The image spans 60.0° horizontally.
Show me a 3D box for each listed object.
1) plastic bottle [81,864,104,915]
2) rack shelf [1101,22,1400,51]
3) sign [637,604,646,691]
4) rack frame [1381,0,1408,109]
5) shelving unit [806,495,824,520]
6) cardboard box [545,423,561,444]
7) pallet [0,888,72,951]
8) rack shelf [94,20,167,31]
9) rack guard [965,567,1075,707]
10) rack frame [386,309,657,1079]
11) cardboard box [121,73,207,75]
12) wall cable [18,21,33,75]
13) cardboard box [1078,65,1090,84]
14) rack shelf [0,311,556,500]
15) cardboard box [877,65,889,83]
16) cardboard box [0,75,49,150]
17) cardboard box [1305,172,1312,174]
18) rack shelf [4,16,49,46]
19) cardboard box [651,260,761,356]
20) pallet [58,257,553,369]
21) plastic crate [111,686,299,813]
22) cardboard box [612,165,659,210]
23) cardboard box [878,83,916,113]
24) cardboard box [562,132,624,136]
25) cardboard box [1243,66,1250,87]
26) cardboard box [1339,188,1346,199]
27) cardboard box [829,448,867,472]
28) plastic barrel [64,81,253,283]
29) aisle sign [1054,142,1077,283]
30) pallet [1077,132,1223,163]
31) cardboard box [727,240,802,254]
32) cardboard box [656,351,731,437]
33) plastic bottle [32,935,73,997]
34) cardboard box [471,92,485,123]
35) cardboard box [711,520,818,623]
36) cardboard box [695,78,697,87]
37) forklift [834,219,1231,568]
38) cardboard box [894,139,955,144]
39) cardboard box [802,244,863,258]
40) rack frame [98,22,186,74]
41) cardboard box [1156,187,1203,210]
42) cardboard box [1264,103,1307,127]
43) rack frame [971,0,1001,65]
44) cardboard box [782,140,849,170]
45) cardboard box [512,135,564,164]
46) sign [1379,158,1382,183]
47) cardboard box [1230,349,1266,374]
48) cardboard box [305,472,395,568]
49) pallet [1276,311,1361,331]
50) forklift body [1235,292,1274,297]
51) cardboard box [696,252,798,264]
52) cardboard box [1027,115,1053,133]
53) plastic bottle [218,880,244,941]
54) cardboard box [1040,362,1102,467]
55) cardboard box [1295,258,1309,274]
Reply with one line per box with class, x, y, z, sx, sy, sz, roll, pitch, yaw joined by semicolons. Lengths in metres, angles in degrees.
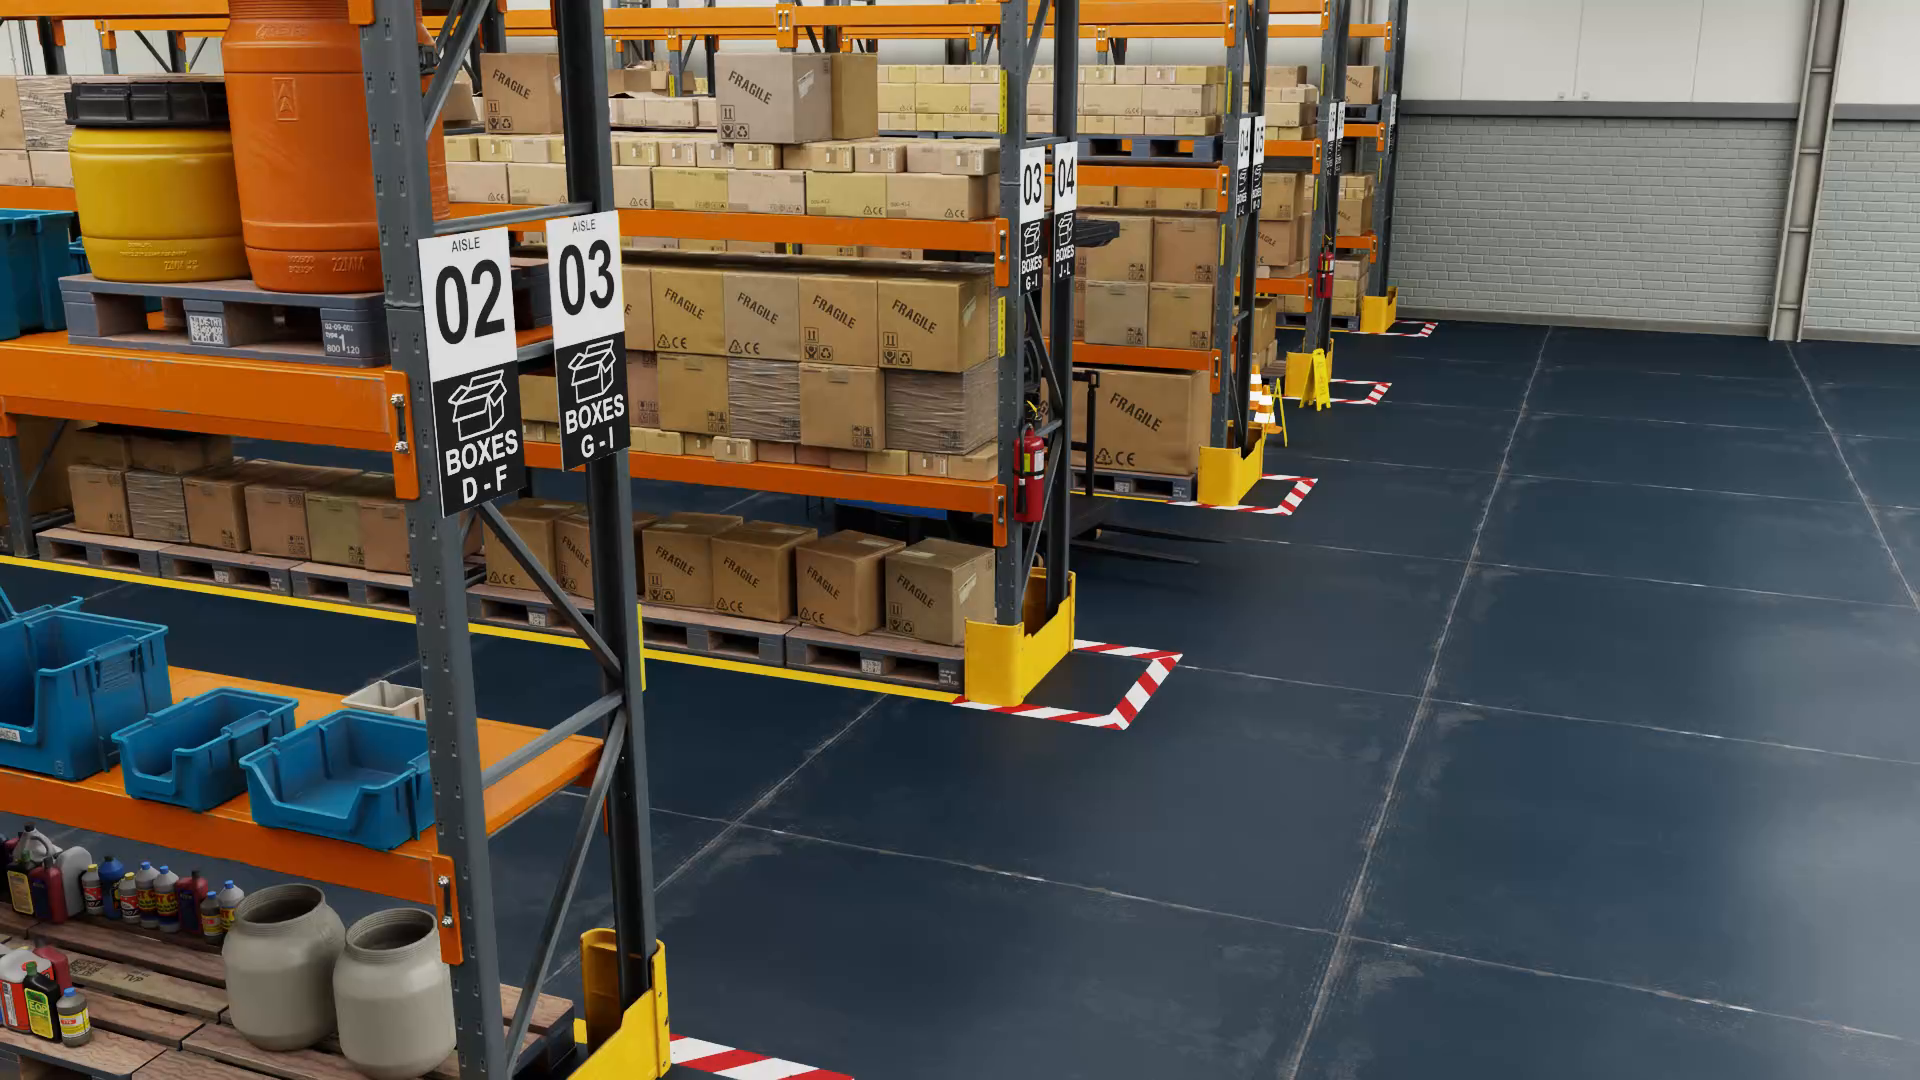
plastic bottle;-3.632;1.462;6.989;0.097;0.201;0.097;0;16;0
rack shelf;4.047;-7.019;23.218;4.000;0.370;1.077;6;17;21
sign;-1.158;0.397;5.931;0.005;0.325;0.100;6;17;21
rack frame;5.907;-7.352;22.357;0.127;3.000;1.000;6;17;21
shelving unit;-0.996;-0.741;13.574;0.503;1.200;0.258;9;19;29
cardboard box;-2.472;-0.731;10.762;0.250;0.149;0.380;6;17;21
pallet;-4.476;1.681;7.004;1.213;0.211;1.003;6;17;21
rack shelf;-10.656;-5.855;18.497;4.000;0.370;1.077;6;17;21
rack guard;0.383;0.580;10.280;0.348;0.500;1.175;6;17;21
rack frame;-1.364;0.672;5.480;0.127;3.000;1.000;6;17;21
cardboard box;-8.484;-4.739;17.806;0.500;0.500;0.700;6;17;21
wall cable;-14.854;-9.141;28.453;0.133;3.039;2.988;6;17;21
cardboard box;0.986;-3.892;13.907;0.250;0.149;0.380;6;17;21
rack shelf;-3.225;-0.628;5.866;4.000;0.370;1.077;6;17;21
cardboard box;-0.667;-4.073;14.532;0.250;0.149;0.380;6;17;20
cardboard box;-6.646;-3.045;11.826;0.500;0.500;0.500;6;17;21
cardboard box;4.967;-5.151;23.660;0.250;0.149;0.380;6;17;21
rack shelf;-8.849;-3.979;12.748;4.000;0.370;1.077;6;17;21
cardboard box;-1.543;-1.431;10.216;0.500;0.500;0.500;6;17;21
pallet;-2.098;-0.788;5.467;1.213;0.211;1.003;6;17;21
plastic crate;-2.541;0.702;5.643;0.408;0.251;0.499;6;17;21
cardboard box;-1.991;-2.172;10.163;0.500;0.250;0.500;6;17;18
cardboard box;-0.532;-3.885;14.599;0.500;0.250;0.500;6;17;20
cardboard box;-2.379;-2.569;10.818;0.250;0.149;0.380;5;17;18
cardboard box;3.960;-6.393;23.317;0.637;0.503;0.797;7;18;22
cardboard box;5.233;-4.812;23.024;0.250;0.149;0.380;7;17;22
cardboard box;-0.598;-0.535;10.088;0.250;0.149;0.380;6;17;21
plastic barrel;-2.471;-1.145;5.265;0.600;0.588;0.600;0;16;0
aisle sign;0.621;-1.933;9.788;0.004;0.787;0.394;6;17;21
pallet;1.673;-3.360;14.146;1.213;0.211;1.003;6;17;21
cardboard box;-1.818;-2.876;15.726;0.500;0.500;0.700;6;17;20
cardboard box;-1.468;-1.004;10.538;0.500;0.500;0.875;6;17;21
plastic bottle;-3.419;1.630;6.261;0.133;0.283;0.061;6;17;21
cardboard box;-4.482;-4.224;16.189;0.500;0.311;0.500;6;17;21
cardboard box;-1.266;0.196;10.847;0.500;0.500;0.500;8;18;26
cardboard box;-4.136;-7.190;26.165;0.250;0.149;0.380;7;17;21
forklift;0.539;-1.321;12.466;3.031;2.935;1.130;9;19;29
cardboard box;-0.204;-2.306;9.912;0.250;0.149;0.380;6;17;20
cardboard box;-1.023;-2.842;15.377;0.550;0.550;0.875;6;17;21
rack frame;-8.796;-5.997;17.692;0.127;3.000;1.000;6;17;21
cardboard box;2.554;-3.929;18.821;0.500;0.500;0.700;6;17;20
cardboard box;3.515;-4.677;18.258;0.500;0.250;0.500;6;17;20
rack frame;0.368;-6.473;19.331;0.127;3.000;1.000;6;17;21
cardboard box;-0.840;-2.254;9.731;0.250;0.149;0.380;6;17;21
cardboard box;-2.560;-2.426;10.323;0.250;0.149;0.380;6;17;21
sign;5.695;-5.001;22.519;0.005;0.325;0.100;6;17;21
cardboard box;3.216;-2.080;19.135;0.500;0.250;0.500;6;17;20
cardboard box;-4.268;-0.155;12.021;0.500;0.500;0.700;6;17;20
pallet;5.180;-3.199;23.814;1.213;0.211;1.003;6;17;21
forklift body;3.474;-3.784;22.350;1.214;2.155;2.313;6;17;21
cardboard box;-1.354;-1.564;10.675;0.500;0.500;0.500;6;17;21
cardboard box;0.752;-3.535;14.107;0.250;0.149;0.380;6;17;21
plastic bottle;-2.936;1.504;6.716;0.097;0.271;0.097;0;16;0
cardboard box;0.893;-1.212;15.026;0.875;0.875;0.875;6;17;20
cardboard box;3.849;-3.151;19.097;0.250;0.149;0.380;6;17;21
